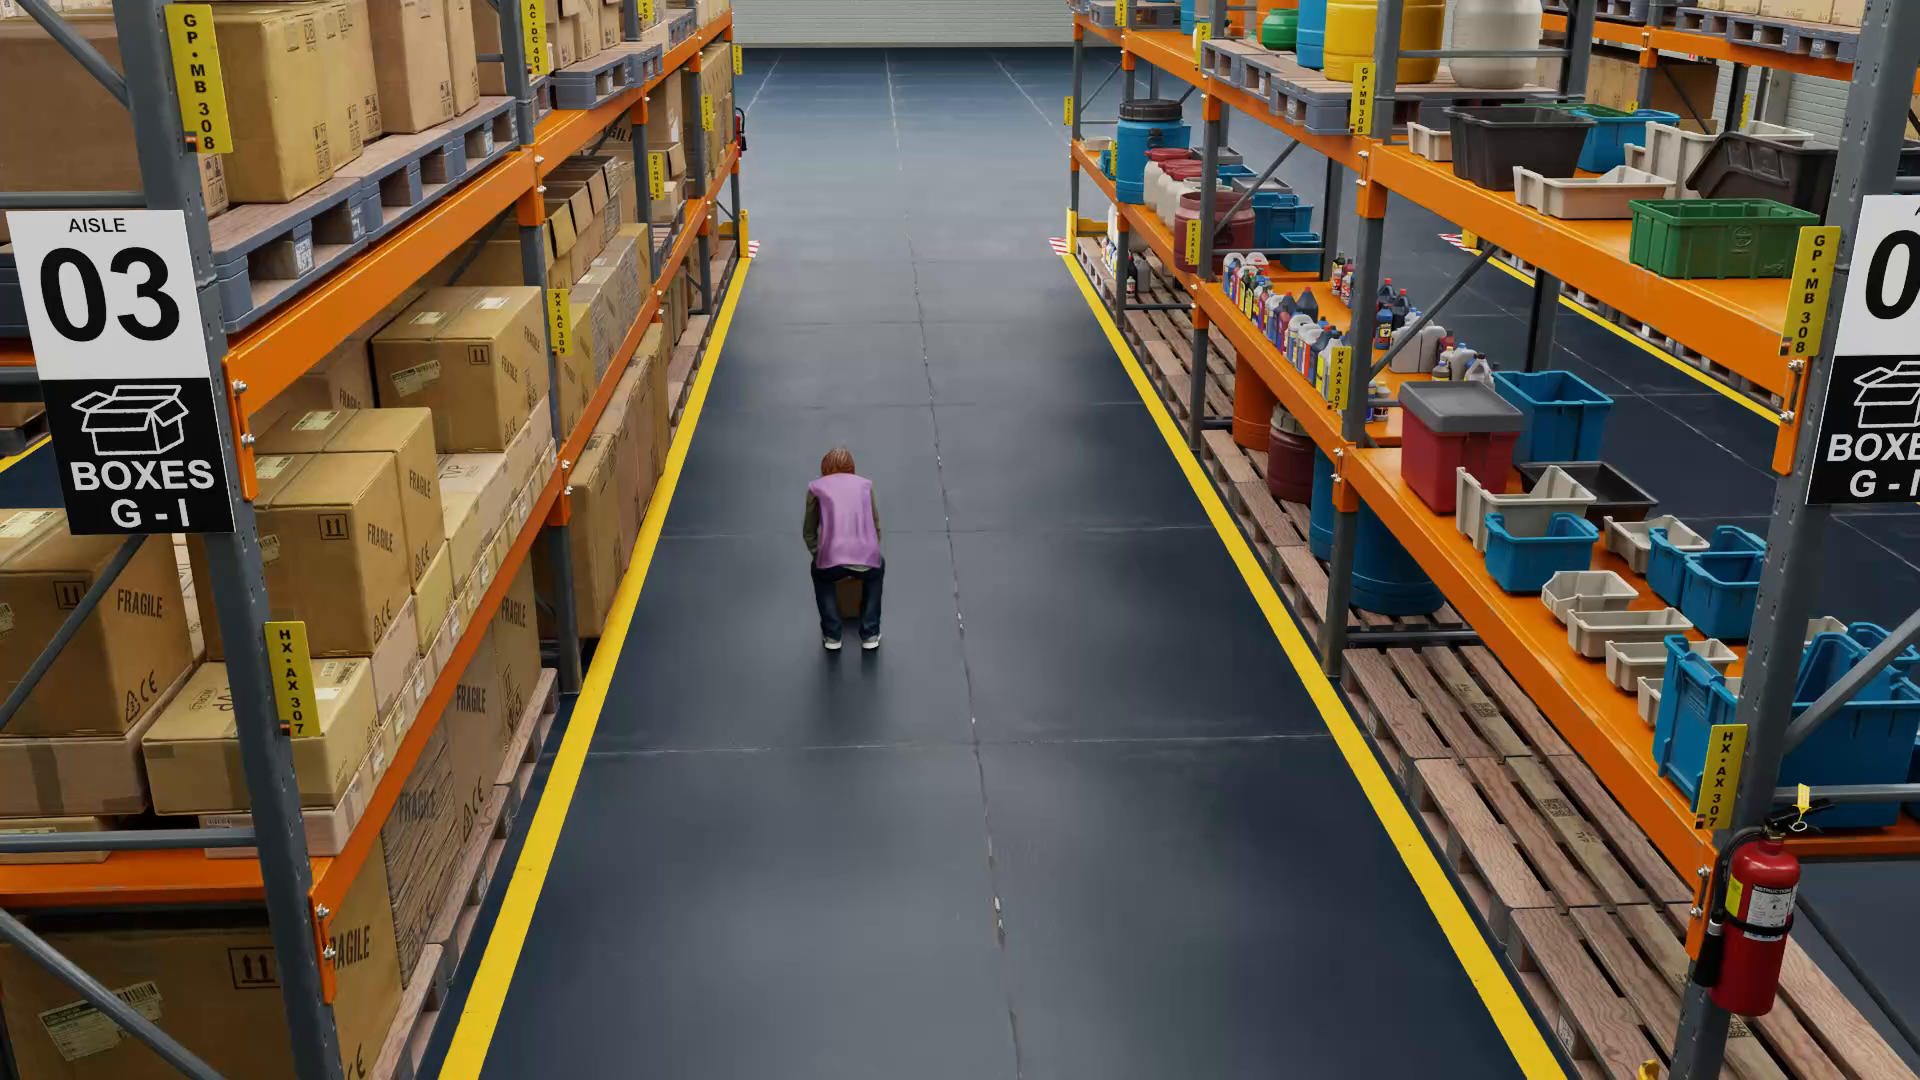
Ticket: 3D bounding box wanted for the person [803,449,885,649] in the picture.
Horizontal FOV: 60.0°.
[{"bbox_3d":[-0.645,0.070,9.224,0.458,1.022,0.768,-1,21,-3],"label":"person"}]
